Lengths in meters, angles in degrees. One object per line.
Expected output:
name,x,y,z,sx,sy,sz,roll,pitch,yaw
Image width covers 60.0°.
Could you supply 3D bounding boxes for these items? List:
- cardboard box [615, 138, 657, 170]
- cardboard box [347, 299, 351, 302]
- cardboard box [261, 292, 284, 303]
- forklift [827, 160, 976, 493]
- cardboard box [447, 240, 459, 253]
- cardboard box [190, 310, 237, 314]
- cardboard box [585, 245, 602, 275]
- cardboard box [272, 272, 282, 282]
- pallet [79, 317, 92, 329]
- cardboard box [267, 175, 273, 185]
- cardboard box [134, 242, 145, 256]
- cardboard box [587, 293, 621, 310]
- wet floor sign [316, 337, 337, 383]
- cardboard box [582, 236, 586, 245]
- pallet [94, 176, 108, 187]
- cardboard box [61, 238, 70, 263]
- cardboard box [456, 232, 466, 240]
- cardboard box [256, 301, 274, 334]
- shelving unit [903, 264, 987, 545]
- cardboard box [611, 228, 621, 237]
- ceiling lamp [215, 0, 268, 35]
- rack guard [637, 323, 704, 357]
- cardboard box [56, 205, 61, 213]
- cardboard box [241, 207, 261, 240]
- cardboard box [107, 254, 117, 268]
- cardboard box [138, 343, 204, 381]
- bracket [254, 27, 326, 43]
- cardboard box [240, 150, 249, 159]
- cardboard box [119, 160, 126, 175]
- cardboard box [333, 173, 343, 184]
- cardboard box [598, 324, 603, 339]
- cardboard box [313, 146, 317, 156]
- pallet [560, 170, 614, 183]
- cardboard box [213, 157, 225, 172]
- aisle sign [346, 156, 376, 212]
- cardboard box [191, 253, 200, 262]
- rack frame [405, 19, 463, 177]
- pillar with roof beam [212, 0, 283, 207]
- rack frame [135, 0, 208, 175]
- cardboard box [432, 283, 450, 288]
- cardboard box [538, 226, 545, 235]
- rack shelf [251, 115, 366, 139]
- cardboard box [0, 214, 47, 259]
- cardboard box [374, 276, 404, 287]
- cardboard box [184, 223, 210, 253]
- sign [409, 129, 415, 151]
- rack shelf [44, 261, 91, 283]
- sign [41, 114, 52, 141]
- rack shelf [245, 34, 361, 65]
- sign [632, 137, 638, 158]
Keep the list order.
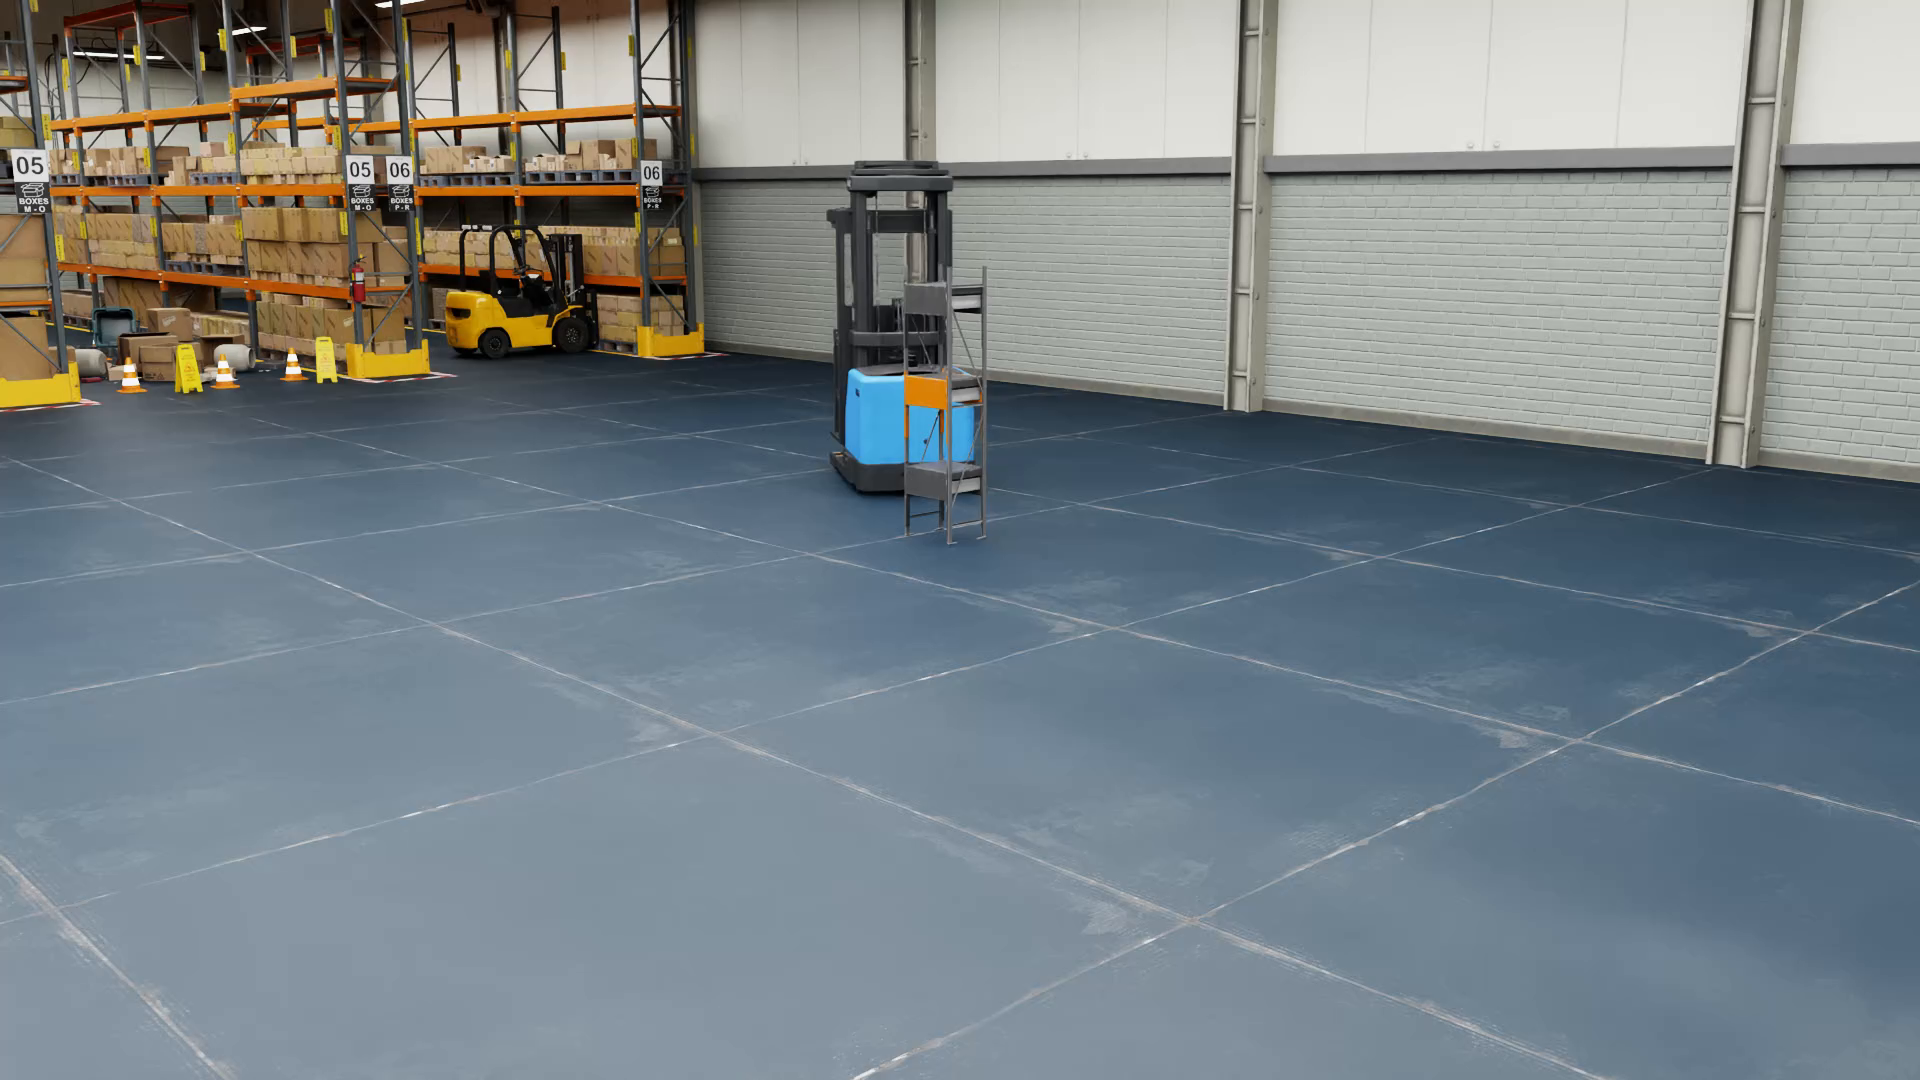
cardboard box,-5.390,-6.427,27.703,0.500,0.500,0.500,-10,15,-41
cardboard box,-13.024,-5.254,36.135,0.500,0.500,0.500,-10,15,-40
cardboard box,-11.003,-3.909,26.757,0.380,0.149,0.250,-11,16,-42
forklift,-0.664,-2.110,15.887,1.130,2.935,3.031,-2,12,-12
cardboard box,-9.610,-5.711,32.333,0.500,0.250,0.500,11,16,44
cardboard box,-13.637,-3.934,30.042,0.625,0.372,0.950,10,16,41
cardboard box,-6.144,-4.859,28.817,0.500,0.500,0.500,-11,16,-44
cardboard box,-10.709,-4.196,26.468,0.380,0.149,0.250,-10,15,-41
pallet,-17.251,-4.439,33.933,1.003,0.211,1.213,-11,16,-43
cardboard box,-10.684,-5.673,26.200,0.380,0.149,0.250,-10,15,-41
cardboard box,-14.895,-5.380,30.723,0.500,0.250,0.500,11,16,44
cardboard box,-6.164,-4.142,28.877,0.500,0.250,0.500,-11,16,-42
wet floor sign,-9.138,-2.601,23.938,0.267,0.644,0.232,-5,13,-23
cardboard box,-6.361,-5.235,29.030,0.380,0.149,0.250,-11,16,-43
pallet,-16.114,-6.931,32.160,1.217,0.209,0.805,11,16,43
cardboard box,-18.005,-5.909,33.912,0.500,0.500,0.500,-11,16,-43
cardboard box,-9.527,-5.883,32.178,0.380,0.149,0.250,-10,16,-41
cardboard box,-11.046,-3.618,26.952,0.500,0.500,0.500,-10,15,-40
shelving unit,-0.114,-1.053,12.817,0.431,2.100,0.503,-11,16,-43
cardboard box,-5.701,-5.225,28.246,0.380,0.149,0.250,-10,16,-41
ceiling lamp,-14.206,-11.743,33.145,0.800,3.185,2.000,-11,16,-43
rack guard,-4.892,-3.396,28.154,1.175,0.500,0.348,-11,16,-43
cardboard box,-18.243,-6.769,33.998,0.380,0.149,0.250,-11,16,-43
cardboard box,-11.111,-5.105,26.793,0.700,0.500,0.500,-11,16,-43
cardboard box,-15.969,-5.356,31.845,0.500,0.250,0.500,-11,16,-43
cardboard box,-11.540,-2.612,24.343,0.637,0.503,0.797,1,12,6
bracket,-15.347,-11.690,38.433,0.076,0.066,4.783,-11,16,-43
cardboard box,-11.276,-6.160,26.591,0.380,0.149,0.250,-11,16,-44
cardboard box,-15.224,-6.860,30.634,0.258,0.266,0.396,11,16,44
cardboard box,-8.944,-5.290,24.345,0.380,0.149,0.250,-11,16,-42
cardboard box,-6.137,-3.655,28.993,0.500,0.250,0.500,-11,16,-42
cardboard box,-9.420,-5.798,24.833,0.380,0.149,0.250,-11,16,-42
pallet,-6.224,-6.334,29.008,1.003,0.211,1.213,-11,16,-43
cardboard box,-12.112,-6.256,27.740,0.500,0.250,0.500,-11,16,-42
aisle sign,-8.662,-5.155,24.057,0.394,0.787,0.004,-11,16,-43
cardboard box,-13.206,-4.948,29.078,0.380,0.149,0.250,-10,15,-39
rack frame,-10.433,-8.729,32.981,1.000,3.000,0.127,-11,16,-43
pillar with roof beam,-20.281,-9.816,38.256,9.100,9.000,0.548,-11,16,-43
rack frame,-14.020,-8.037,29.621,1.000,3.000,0.127,-11,16,-43
cardboard box,-10.732,-5.252,34.517,0.380,0.149,0.250,-10,15,-41
cardboard box,-7.406,-5.609,30.108,0.380,0.149,0.250,-11,16,-42
rack shelf,-14.576,-9.251,37.304,1.077,0.370,4.000,-11,16,-43
cardboard box,-12.234,-3.889,21.304,0.875,0.550,0.550,-11,16,-43
cardboard box,-8.580,-3.887,24.965,0.380,0.149,0.250,-11,16,-42
cardboard box,-13.140,-5.250,28.932,0.500,0.500,0.500,-11,16,-42
sign,-8.103,-5.904,24.535,0.100,0.325,0.005,-11,16,-43
rack shelf,-18.164,-5.622,34.549,1.077,0.370,4.000,-11,16,-43
sign,-11.600,-5.239,21.112,0.100,0.325,0.005,-11,16,-43
rack shelf,-14.576,-10.880,36.968,1.077,0.370,4.000,-11,16,-43
sign,-5.310,-6.414,27.178,0.100,0.325,0.005,-11,16,-43
